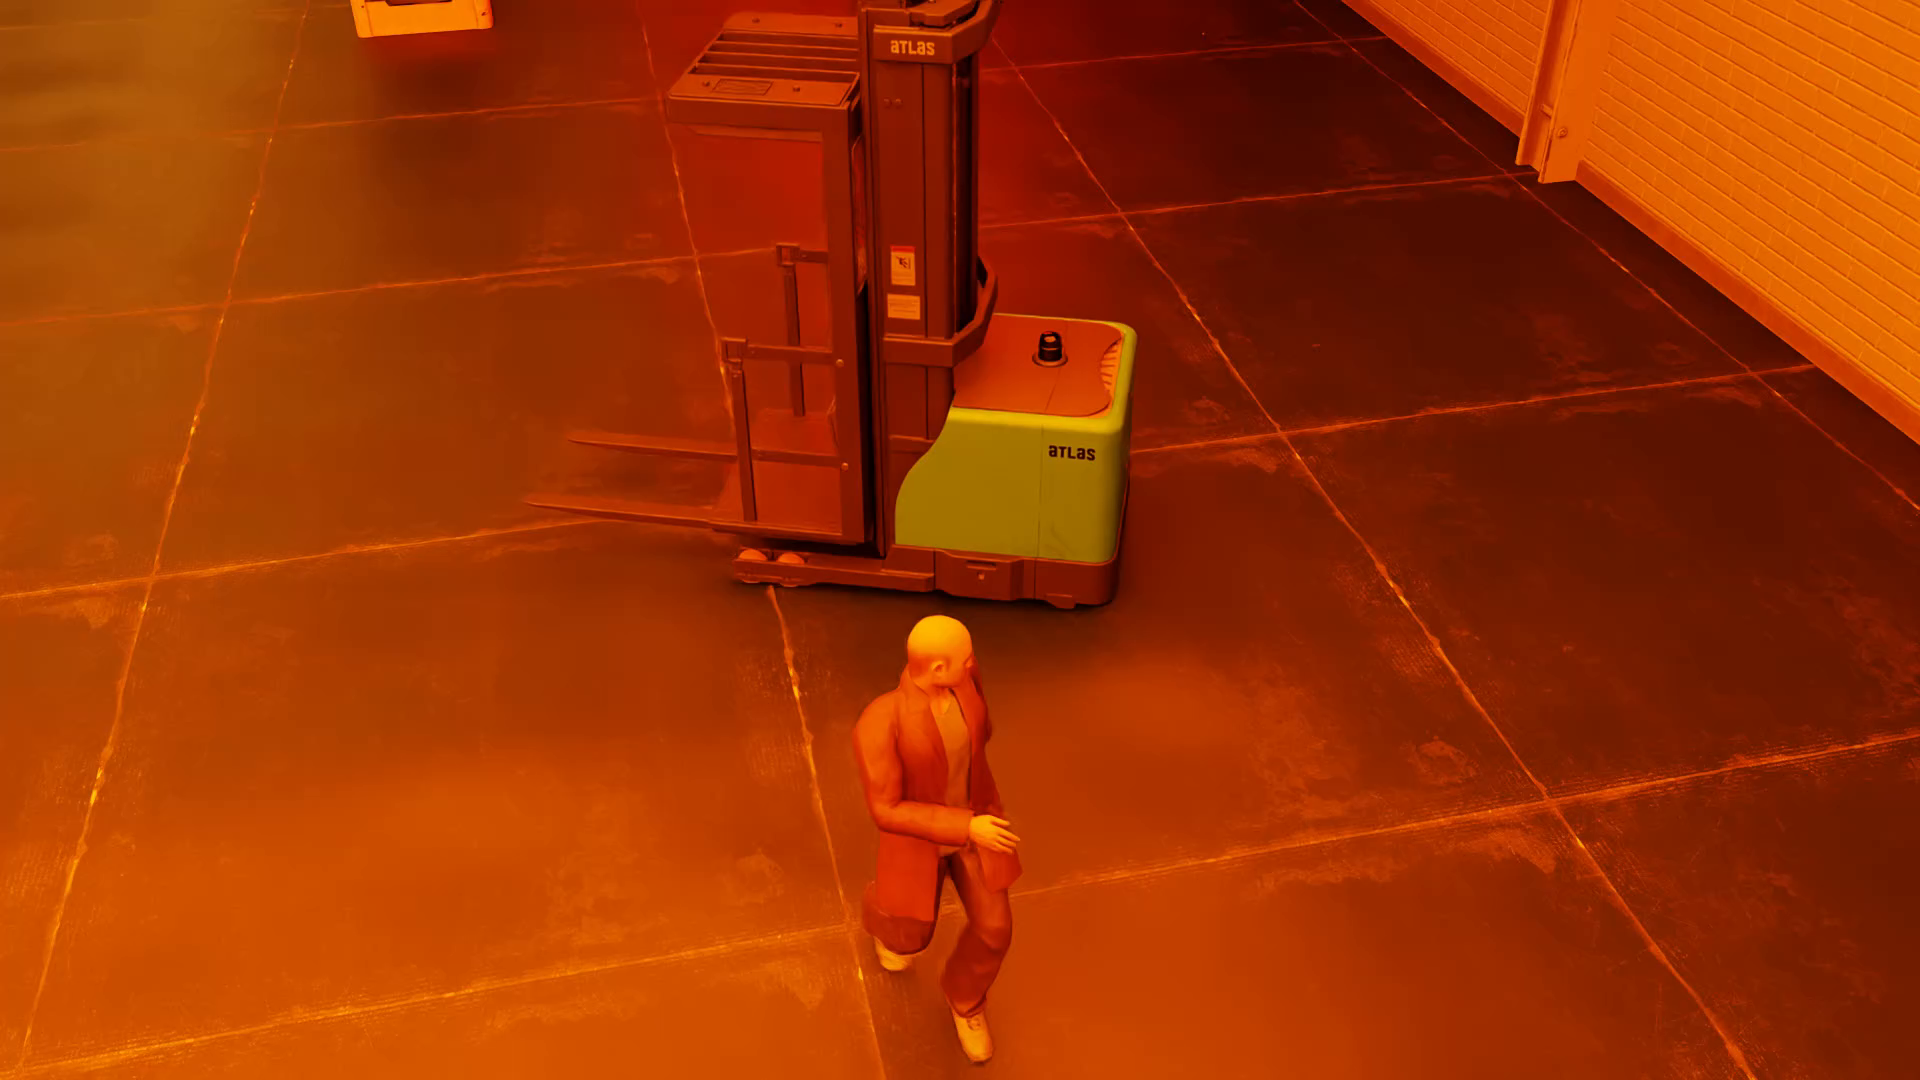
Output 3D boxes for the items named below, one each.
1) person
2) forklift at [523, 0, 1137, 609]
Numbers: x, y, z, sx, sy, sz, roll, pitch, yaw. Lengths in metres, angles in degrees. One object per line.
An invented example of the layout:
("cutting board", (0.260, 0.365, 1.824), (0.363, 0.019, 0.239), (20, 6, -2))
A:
("person", (-0.054, 0.967, 5.778), (0.668, 1.702, 0.823), (-16, 39, -20))
("forklift", (-0.676, -1.254, 7.793), (3.031, 2.935, 1.130), (5, 36, 7))
